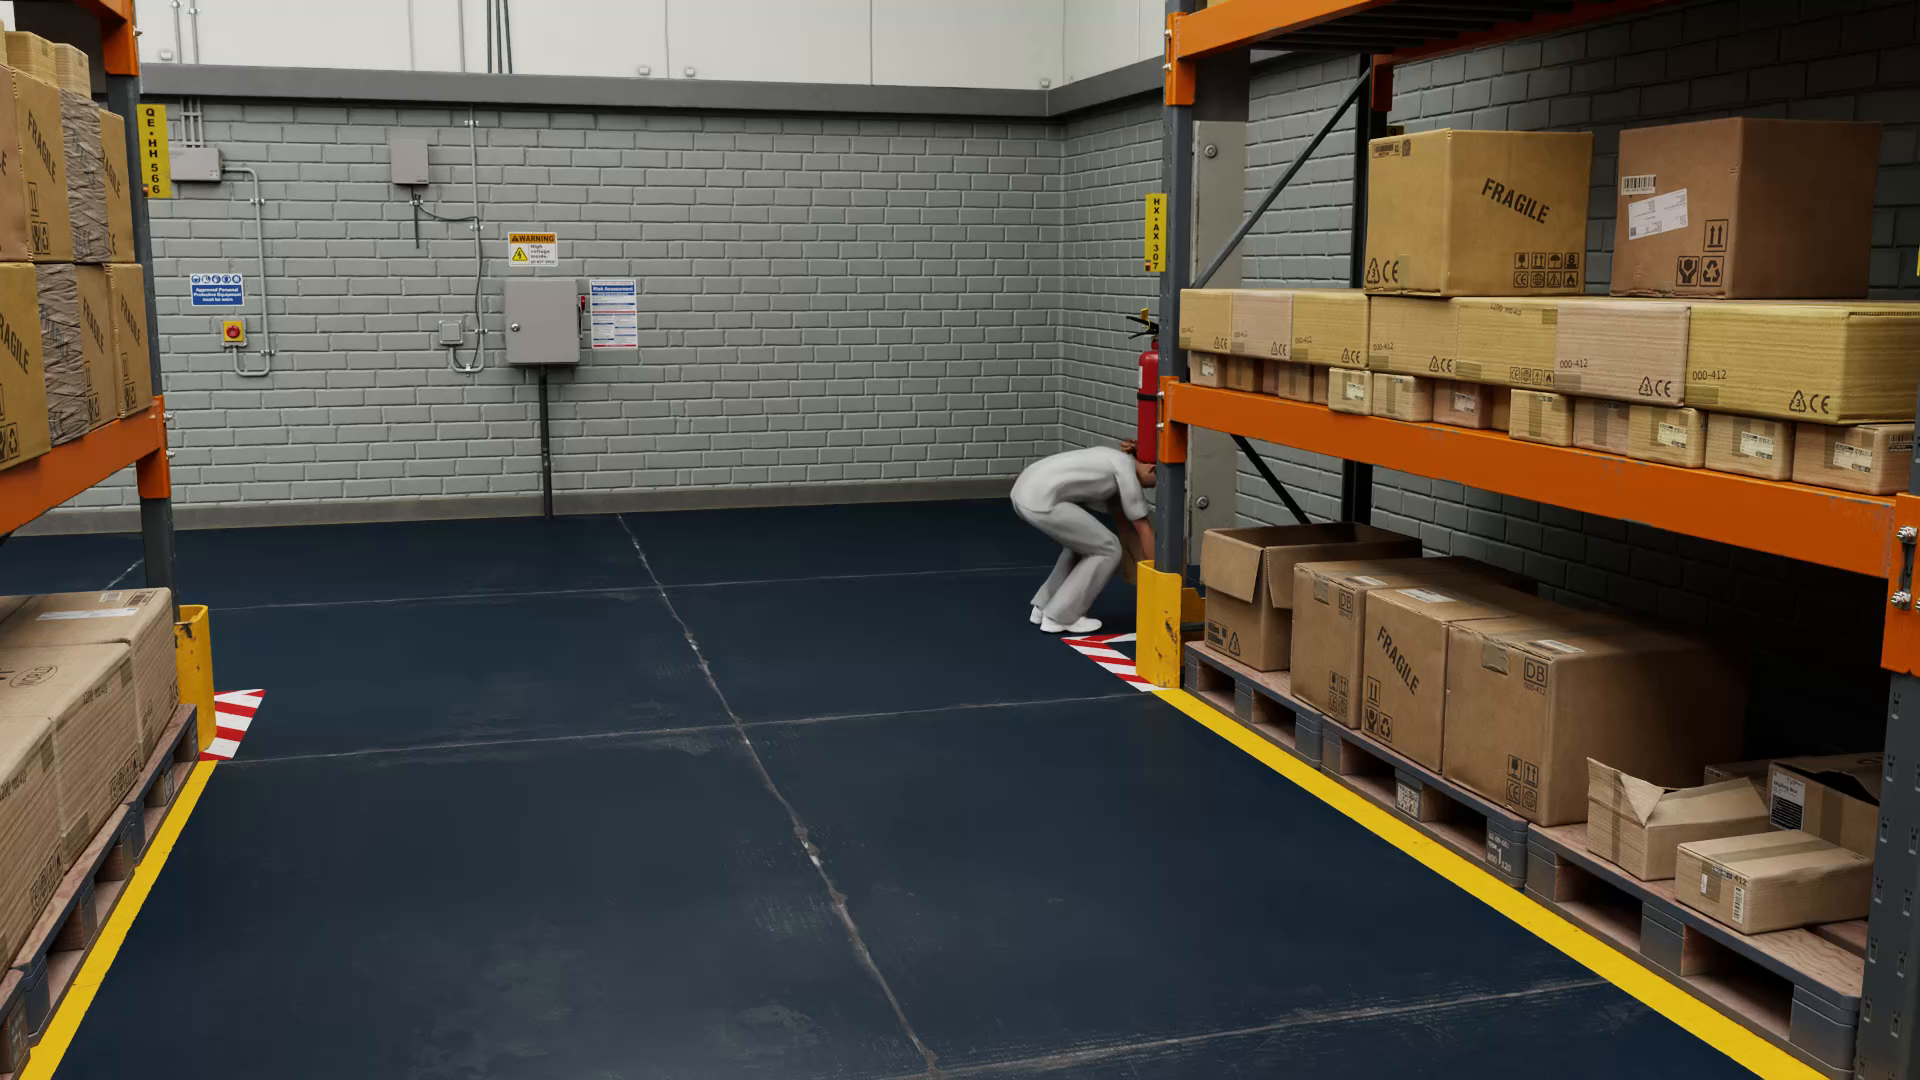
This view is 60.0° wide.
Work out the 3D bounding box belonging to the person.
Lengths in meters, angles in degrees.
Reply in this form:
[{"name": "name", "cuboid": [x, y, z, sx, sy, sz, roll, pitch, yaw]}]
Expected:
[{"name": "person", "cuboid": [0.680, -0.040, 8.335, 0.859, 0.960, 0.477, -2, 10, -13]}]
